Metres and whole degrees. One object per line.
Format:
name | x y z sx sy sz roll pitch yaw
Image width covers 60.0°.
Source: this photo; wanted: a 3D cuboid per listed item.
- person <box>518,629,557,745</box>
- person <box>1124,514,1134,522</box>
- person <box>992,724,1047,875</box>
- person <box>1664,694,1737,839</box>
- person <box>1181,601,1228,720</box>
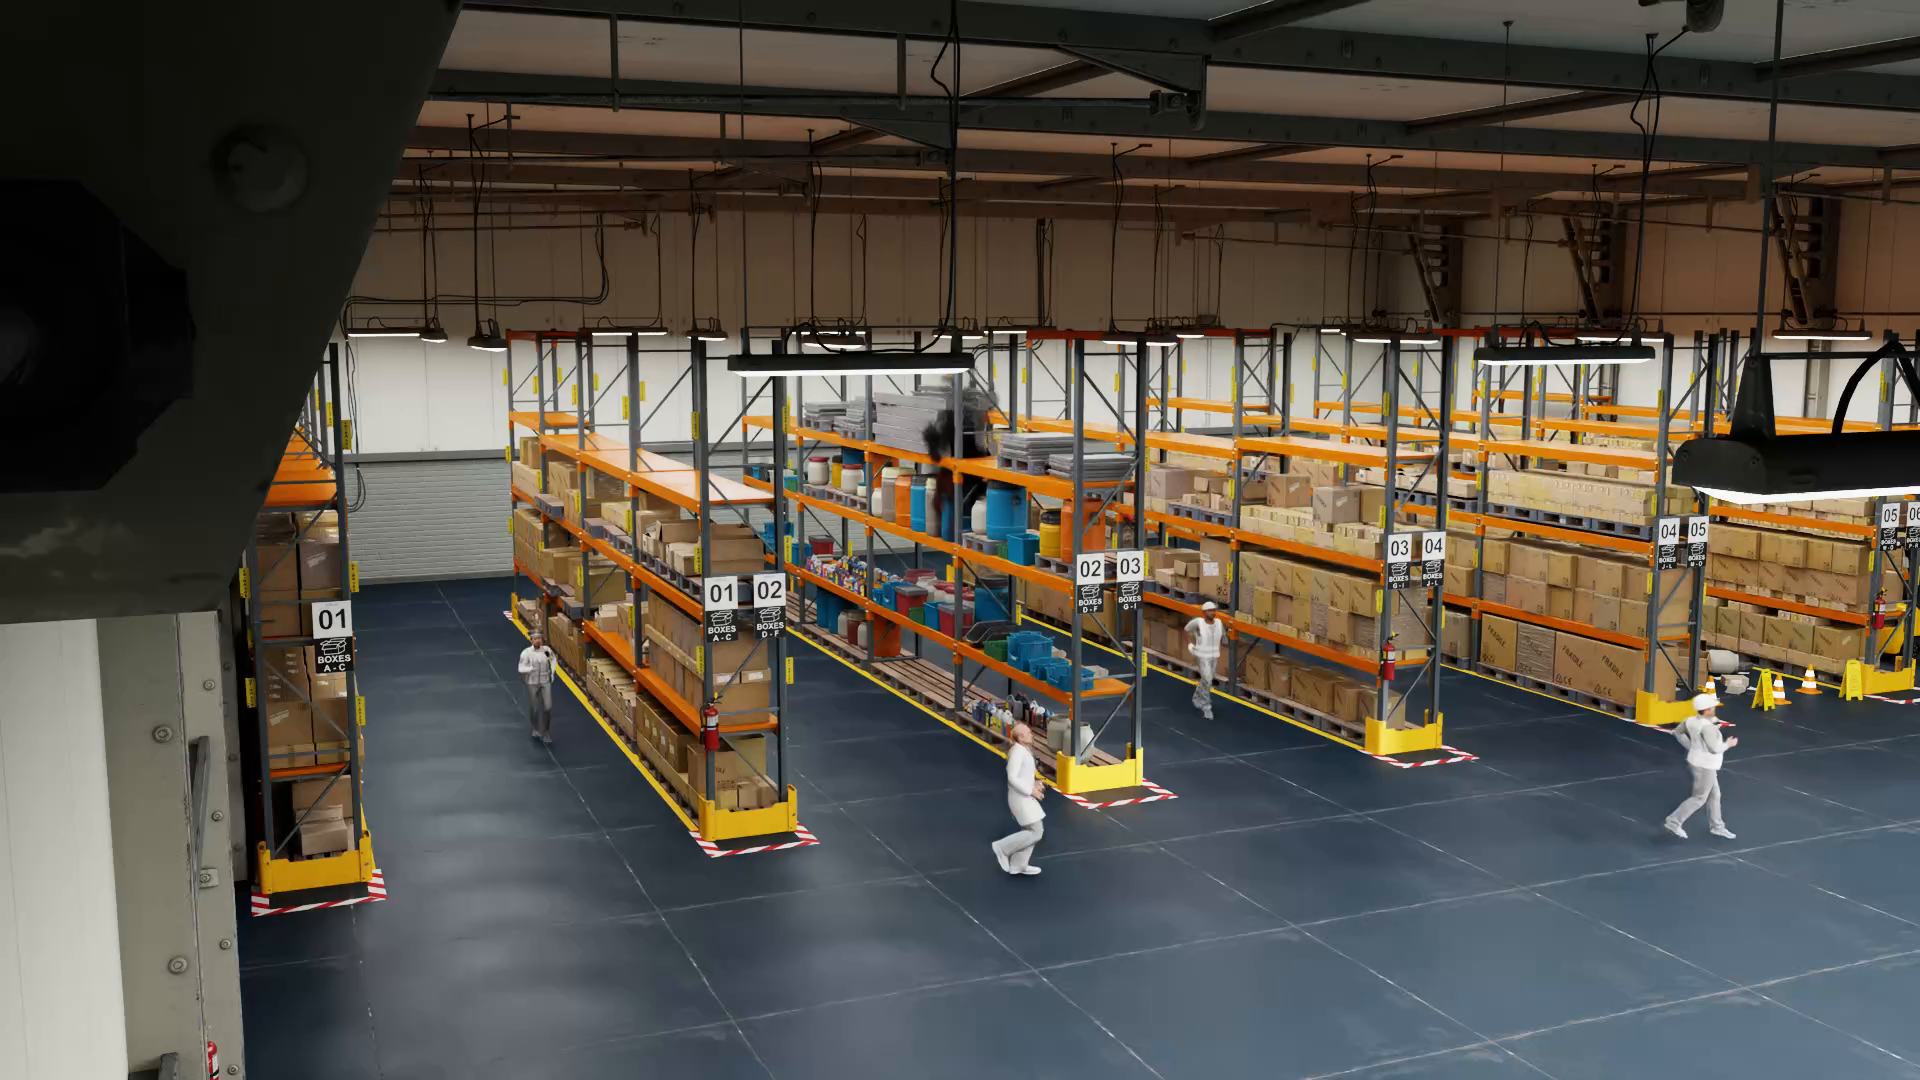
person | -6.225 2.162 24.607 0.592 1.728 0.684 -3 8 -21
person | 3.924 -0.139 41.479 0.762 1.671 0.965 -5 9 -31
person | 0.676 2.927 18.778 0.633 1.730 0.694 0 8 0
person | 8.922 2.721 19.933 0.878 1.784 0.651 1 8 6
person | 3.910 1.882 26.314 0.659 1.847 0.803 -4 9 -26
